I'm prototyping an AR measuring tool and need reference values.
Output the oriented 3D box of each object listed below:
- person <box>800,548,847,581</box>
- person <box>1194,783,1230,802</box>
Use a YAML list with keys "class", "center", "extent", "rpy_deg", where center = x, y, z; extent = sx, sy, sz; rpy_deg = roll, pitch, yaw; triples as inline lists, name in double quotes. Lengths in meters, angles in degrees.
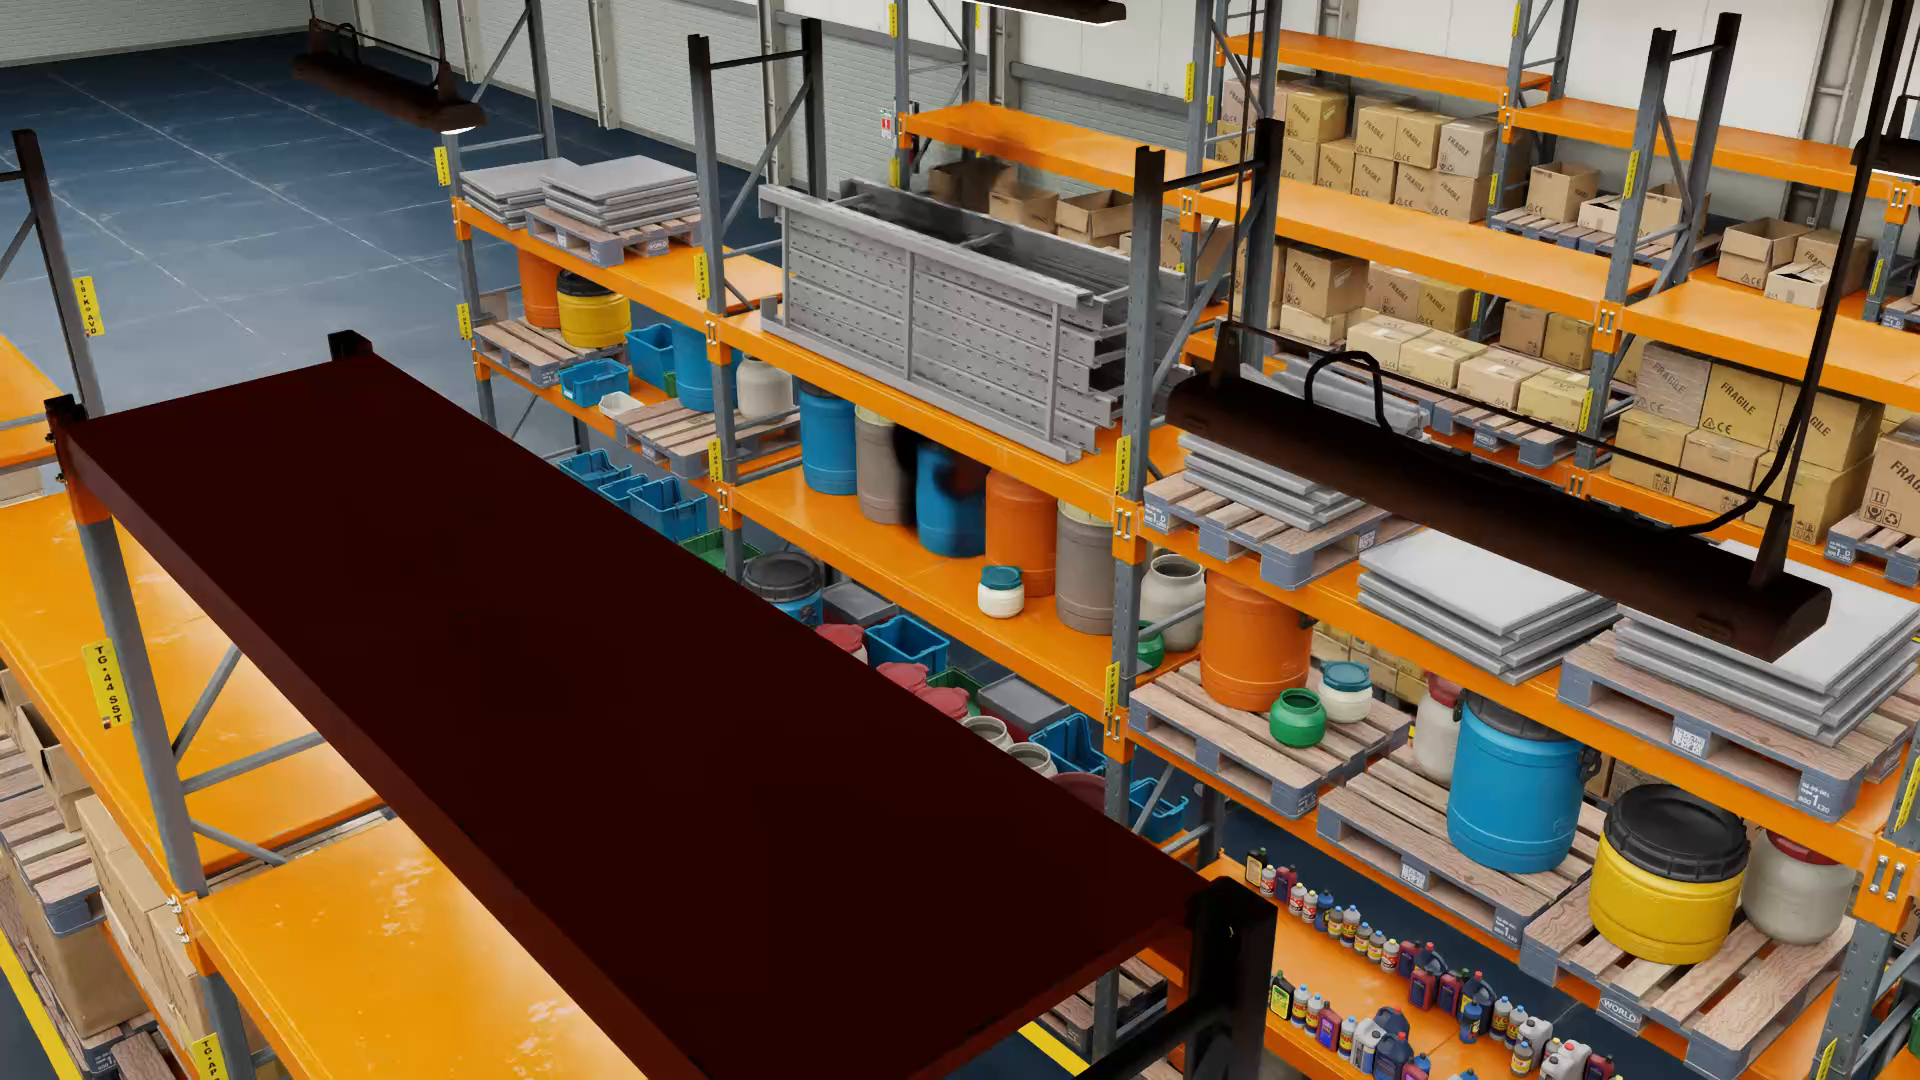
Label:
- class: "person"
  center: [-1.239, 0.120, 15.340]
  extent: [0.907, 1.804, 0.635]
  rpy_deg: [21, 34, 36]
- class: "person"
  center: [2.015, 1.289, 13.124]
  extent: [0.629, 1.755, 0.649]
  rpy_deg: [23, 35, 37]
